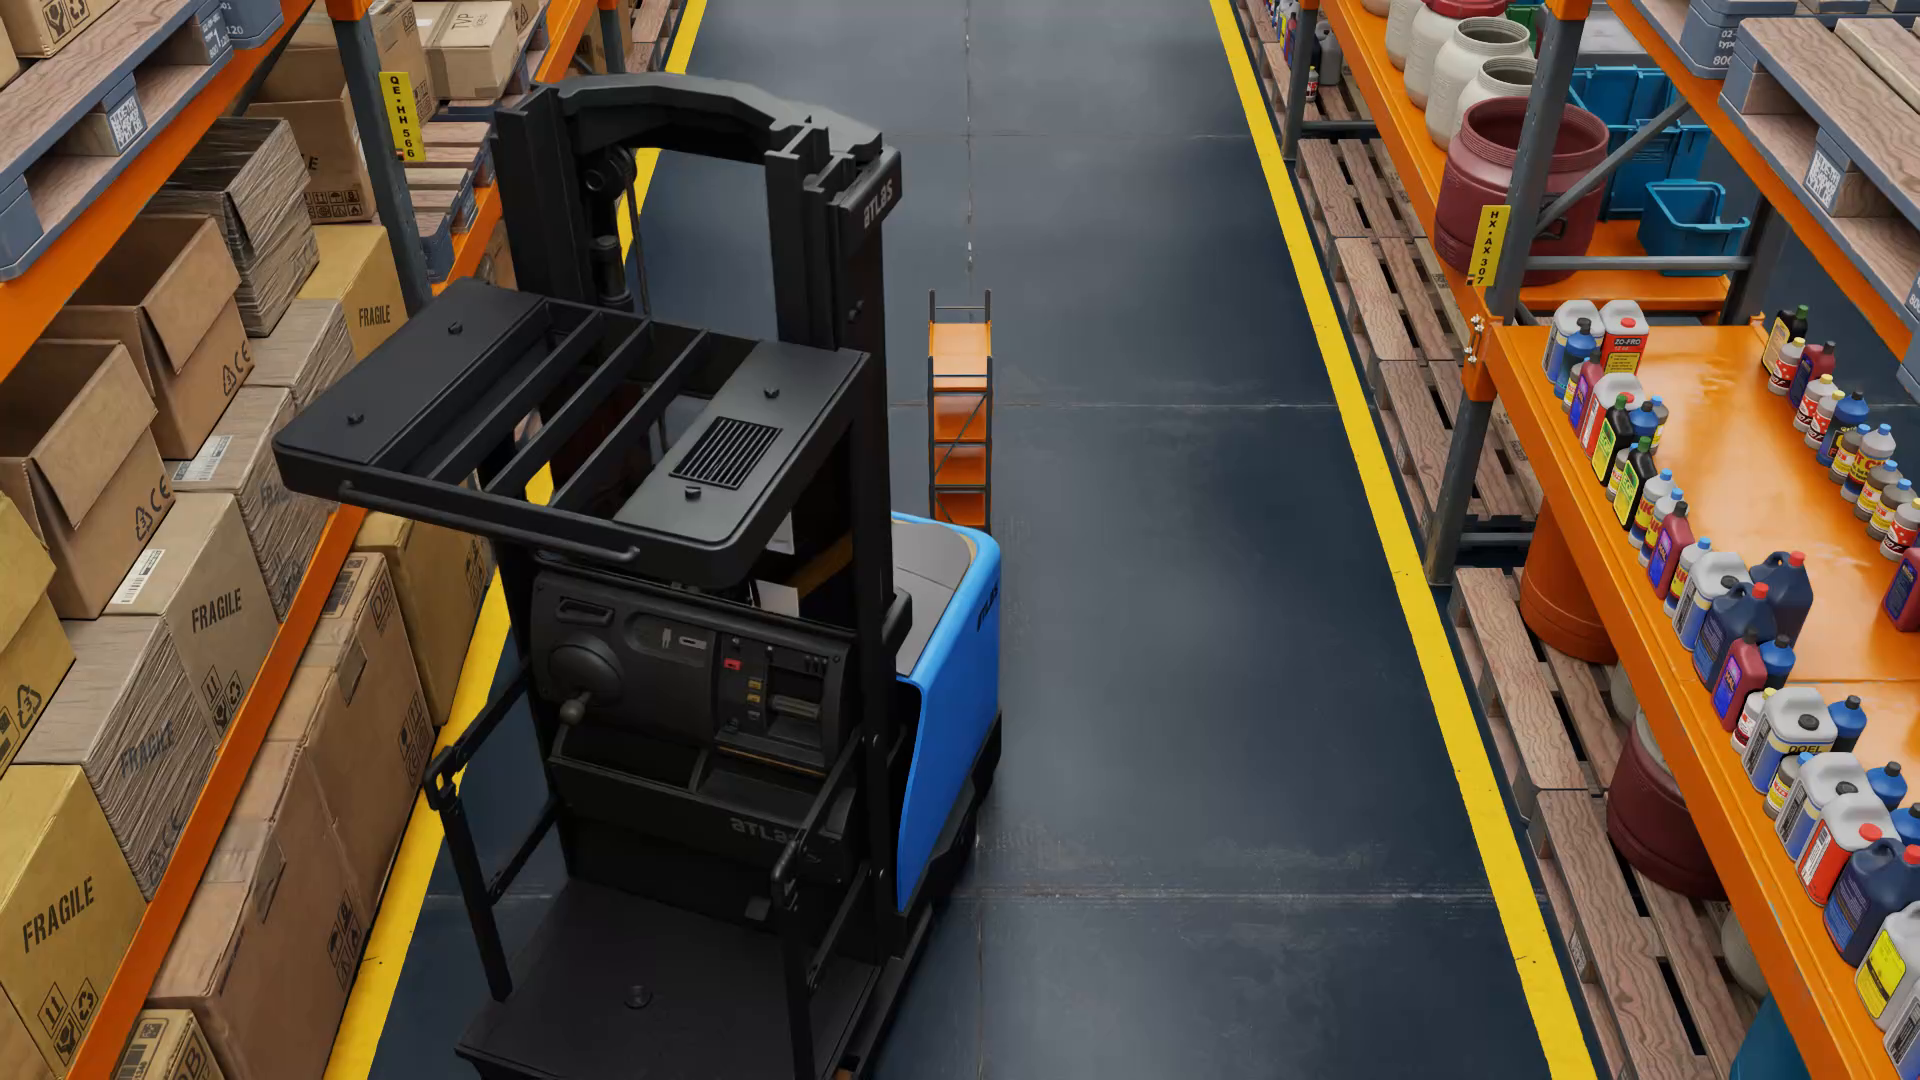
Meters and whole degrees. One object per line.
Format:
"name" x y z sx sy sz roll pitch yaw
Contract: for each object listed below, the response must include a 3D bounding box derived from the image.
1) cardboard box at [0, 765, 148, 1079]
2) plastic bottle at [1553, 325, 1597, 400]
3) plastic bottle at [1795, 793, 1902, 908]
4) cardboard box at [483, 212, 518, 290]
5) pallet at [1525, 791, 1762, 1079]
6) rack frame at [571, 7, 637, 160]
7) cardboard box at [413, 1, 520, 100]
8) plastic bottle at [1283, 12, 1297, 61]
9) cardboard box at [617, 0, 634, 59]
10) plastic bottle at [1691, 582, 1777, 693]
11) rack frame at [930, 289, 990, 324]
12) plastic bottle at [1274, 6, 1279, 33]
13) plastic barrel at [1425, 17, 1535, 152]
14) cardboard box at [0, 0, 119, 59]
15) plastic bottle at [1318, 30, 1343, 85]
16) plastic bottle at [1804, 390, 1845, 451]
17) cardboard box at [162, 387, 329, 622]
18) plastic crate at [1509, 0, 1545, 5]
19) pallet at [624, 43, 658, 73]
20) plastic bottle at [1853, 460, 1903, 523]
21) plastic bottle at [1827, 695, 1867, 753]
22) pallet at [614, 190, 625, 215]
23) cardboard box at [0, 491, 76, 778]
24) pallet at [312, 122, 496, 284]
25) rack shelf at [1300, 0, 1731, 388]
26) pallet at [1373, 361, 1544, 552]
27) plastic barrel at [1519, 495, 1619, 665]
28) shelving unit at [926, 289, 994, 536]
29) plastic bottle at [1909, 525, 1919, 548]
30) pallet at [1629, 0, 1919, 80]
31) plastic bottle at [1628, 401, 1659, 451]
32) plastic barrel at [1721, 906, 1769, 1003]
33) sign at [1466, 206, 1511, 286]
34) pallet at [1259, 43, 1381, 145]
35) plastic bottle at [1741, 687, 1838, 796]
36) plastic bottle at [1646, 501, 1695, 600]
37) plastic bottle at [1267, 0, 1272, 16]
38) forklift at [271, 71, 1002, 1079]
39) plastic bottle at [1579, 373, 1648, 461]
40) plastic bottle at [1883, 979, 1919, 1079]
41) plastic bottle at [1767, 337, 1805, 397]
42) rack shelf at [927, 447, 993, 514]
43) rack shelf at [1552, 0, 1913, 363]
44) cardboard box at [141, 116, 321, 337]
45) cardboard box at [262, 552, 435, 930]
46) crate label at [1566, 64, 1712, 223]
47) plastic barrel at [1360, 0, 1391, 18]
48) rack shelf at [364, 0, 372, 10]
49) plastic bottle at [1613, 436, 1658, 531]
"cardboard box" -2.228 0.854 3.706 0.500 0.500 0.500 0 39 0
"plastic bottle" 2.123 -0.617 5.724 0.097 0.271 0.097 0 39 0
"plastic bottle" 2.153 0.750 4.015 0.152 0.276 0.135 0 39 0
"cardboard box" -2.522 -1.323 8.150 0.700 0.500 0.500 3 39 4
"pallet" 2.514 1.332 5.419 1.003 0.211 1.213 0 39 0
"rack frame" -2.485 -3.508 9.229 1.000 3.000 0.127 0 39 0
"cardboard box" -2.252 -2.160 7.331 0.500 0.250 0.500 -1 39 -1
"plastic bottle" 2.137 -3.248 10.724 0.061 0.283 0.133 2 39 3
"cardboard box" -2.453 -3.305 10.638 0.500 0.500 0.500 12 40 14
"plastic bottle" 2.148 0.247 4.583 0.144 0.351 0.185 0 39 0
"rack frame" 0.000 -0.517 6.936 0.240 1.200 0.015 0 39 0
"plastic bottle" 2.155 -3.491 11.094 0.097 0.201 0.097 0 39 0
"plastic barrel" 2.258 -1.960 7.208 0.421 0.512 0.421 0 39 0
"cardboard box" -2.318 -1.459 3.857 0.500 0.500 0.500 2 39 2
"plastic bottle" 2.323 -3.052 10.427 0.144 0.351 0.185 0 39 0
"plastic bottle" 2.882 -0.403 5.513 0.097 0.201 0.097 0 39 0
"cardboard box" -2.233 -0.101 4.897 0.500 0.500 0.500 -1 39 -2
"plastic crate" 2.781 -2.816 8.378 0.392 0.384 0.575 0 39 0
"pallet" -2.521 -2.840 10.625 1.003 0.211 1.213 0 39 0
"plastic bottle" 2.883 -0.159 5.209 0.097 0.201 0.097 0 39 0
"plastic bottle" 2.277 0.510 4.317 0.097 0.271 0.097 0 39 0
"pallet" -2.482 -1.933 9.493 1.003 0.211 1.213 0 39 0
"cardboard box" -2.474 0.236 3.675 0.797 0.503 0.637 0 39 0
"pallet" -2.588 -1.377 6.723 1.213 0.211 1.003 0 39 0
"rack shelf" 2.470 -1.980 7.898 1.077 0.370 4.000 0 39 0
"pallet" 2.511 -0.407 7.589 1.003 0.211 1.213 0 39 0
"plastic barrel" 2.490 -0.021 6.278 0.600 0.830 0.708 0 39 0
"shelving unit" 0.000 -0.365 6.746 0.258 1.200 0.503 0 39 0
"plastic bottle" 2.901 0.003 4.941 0.061 0.283 0.133 0 39 0
"pallet" 2.376 -1.629 4.636 1.003 0.211 1.213 0 39 0
"plastic bottle" 2.184 -0.327 5.363 0.097 0.271 0.097 0 39 0
"plastic barrel" 2.582 1.162 5.055 0.421 0.512 0.421 0 39 0
"sign" 1.923 -1.069 6.055 0.100 0.325 0.005 0 39 0
"pallet" 2.509 -2.843 10.629 1.003 0.211 1.213 0 39 0
"plastic bottle" 2.152 0.520 4.301 0.152 0.276 0.135 0 39 0
"plastic bottle" 2.106 0.029 4.909 0.061 0.283 0.133 0 39 0
"plastic bottle" 2.155 -3.709 11.310 0.097 0.271 0.097 0 39 0
"forklift" -0.814 0.442 4.354 1.130 2.935 3.031 12 40 15
"plastic bottle" 2.151 -0.402 5.452 0.152 0.276 0.135 0 39 0
"plastic bottle" 2.153 1.065 3.622 0.152 0.276 0.135 0 39 0
"plastic bottle" 2.882 -0.608 5.769 0.097 0.201 0.097 0 39 0
"rack shelf" 0.000 -0.312 6.788 0.258 0.148 0.480 0 39 0
"rack shelf" 2.475 -0.649 3.838 1.077 0.370 4.000 0 39 0
"cardboard box" -2.496 -0.980 5.192 0.797 0.503 0.637 1 39 1
"cardboard box" -2.507 0.648 5.406 1.225 0.875 0.875 0 39 0
"crate label" 2.742 -1.646 6.876 0.502 0.435 0.616 0 39 0
"plastic barrel" 2.250 -2.966 8.444 0.433 0.535 0.433 0 39 0
"rack shelf" -2.482 -3.147 6.955 1.077 0.370 4.000 0 39 0
"plastic bottle" 2.105 -0.176 5.165 0.061 0.283 0.133 0 39 0
